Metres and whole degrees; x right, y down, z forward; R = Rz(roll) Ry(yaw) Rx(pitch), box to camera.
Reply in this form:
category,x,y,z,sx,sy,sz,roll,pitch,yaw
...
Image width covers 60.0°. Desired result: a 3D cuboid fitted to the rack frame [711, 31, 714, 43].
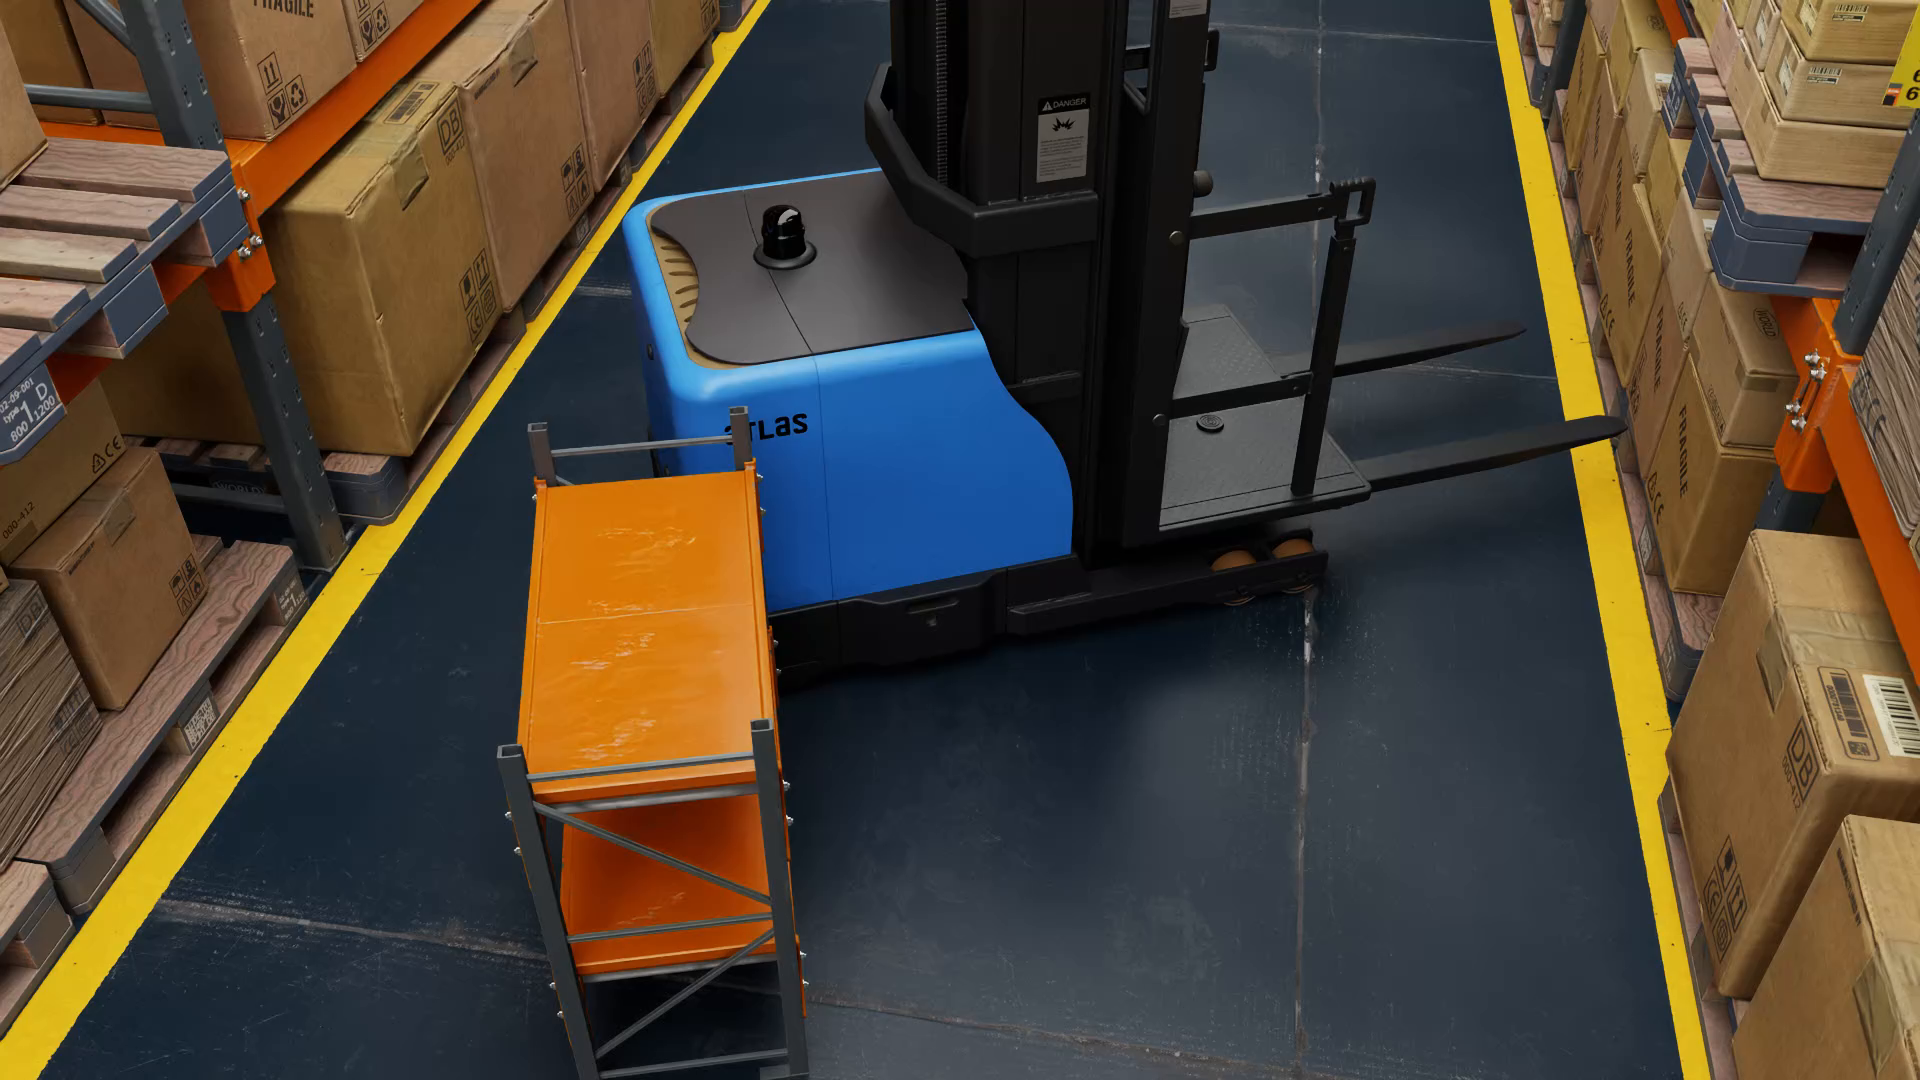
category,x,y,z,sx,sy,sz,roll,pitch,yaw
rack frame,-1.722,-3.653,7.314,1.000,3.000,0.127,6,40,8

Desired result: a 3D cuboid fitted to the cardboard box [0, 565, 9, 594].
category,x,y,z,sx,sy,sz,roll,pitch,yaw
cardboard box,-2.583,0.120,3.778,0.500,0.250,0.500,11,41,13

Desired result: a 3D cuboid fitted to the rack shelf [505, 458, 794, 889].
category,x,y,z,sx,sy,sz,roll,pitch,yaw
rack shelf,-0.666,0.249,3.606,0.538,0.278,1.000,-5,40,-6

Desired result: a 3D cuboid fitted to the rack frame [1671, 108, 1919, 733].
category,x,y,z,sx,sy,sz,roll,pitch,yaw
rack frame,2.453,-0.532,3.539,1.000,3.000,0.127,6,40,8

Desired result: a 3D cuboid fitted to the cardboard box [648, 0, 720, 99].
category,x,y,z,sx,sy,sz,roll,pitch,yaw
cardboard box,-1.813,-2.592,7.369,1.225,0.875,0.875,7,40,8

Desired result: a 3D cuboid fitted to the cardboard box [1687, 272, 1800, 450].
category,x,y,z,sx,sy,sz,roll,pitch,yaw
cardboard box,2.313,-0.478,4.517,0.500,0.250,0.500,6,40,7

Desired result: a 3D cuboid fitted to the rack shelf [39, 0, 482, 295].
category,x,y,z,sx,sy,sz,roll,pitch,yaw
rack shelf,-2.068,-2.120,6.025,1.077,0.370,4.000,6,40,8

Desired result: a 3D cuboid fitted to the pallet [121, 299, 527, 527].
category,x,y,z,sx,sy,sz,roll,pitch,yaw
pallet,-2.204,-0.554,5.754,1.003,0.211,1.213,6,40,8

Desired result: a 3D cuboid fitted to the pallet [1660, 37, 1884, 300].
category,x,y,z,sx,sy,sz,roll,pitch,yaw
pallet,2.471,-0.917,4.156,1.213,0.211,1.003,6,40,8

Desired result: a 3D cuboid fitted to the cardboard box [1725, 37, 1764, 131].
category,x,y,z,sx,sy,sz,roll,pitch,yaw
cardboard box,2.130,-1.113,4.110,0.380,0.149,0.250,6,40,8

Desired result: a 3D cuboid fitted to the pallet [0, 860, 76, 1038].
category,x,y,z,sx,sy,sz,roll,pitch,yaw
pallet,-2.765,1.186,3.650,1.003,0.211,1.213,6,40,8

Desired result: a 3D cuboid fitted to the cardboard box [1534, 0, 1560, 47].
category,x,y,z,sx,sy,sz,roll,pitch,yaw
cardboard box,2.878,-2.389,7.693,0.380,0.149,0.250,7,40,8

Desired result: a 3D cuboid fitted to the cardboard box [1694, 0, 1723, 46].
category,x,y,z,sx,sy,sz,roll,pitch,yaw
cardboard box,2.221,-1.430,4.494,0.380,0.149,0.250,6,40,7

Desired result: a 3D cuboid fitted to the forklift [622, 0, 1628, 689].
category,x,y,z,sx,sy,sz,roll,pitch,yaw
forklift,0.602,-1.245,4.455,3.031,2.935,1.130,-11,41,-13

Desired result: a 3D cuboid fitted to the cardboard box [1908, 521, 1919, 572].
category,x,y,z,sx,sy,sz,roll,pitch,yaw
cardboard box,2.024,0.001,2.816,0.500,0.500,0.500,6,40,7

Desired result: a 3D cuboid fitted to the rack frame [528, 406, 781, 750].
category,x,y,z,sx,sy,sz,roll,pitch,yaw
rack frame,-0.739,0.154,4.180,0.500,1.125,0.032,-5,40,-6

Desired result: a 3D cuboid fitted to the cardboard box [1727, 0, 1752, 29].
category,x,y,z,sx,sy,sz,roll,pitch,yaw
cardboard box,2.178,-1.405,4.229,0.380,0.149,0.250,7,40,9

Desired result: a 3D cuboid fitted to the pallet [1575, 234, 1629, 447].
category,x,y,z,sx,sy,sz,roll,pitch,yaw
pallet,2.803,-0.711,5.944,1.003,0.211,1.213,6,40,8

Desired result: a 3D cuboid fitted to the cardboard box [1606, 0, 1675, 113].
category,x,y,z,sx,sy,sz,roll,pitch,yaw
cardboard box,2.667,-1.761,6.069,0.500,0.250,0.500,7,40,9

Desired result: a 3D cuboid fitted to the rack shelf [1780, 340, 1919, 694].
category,x,y,z,sx,sy,sz,roll,pitch,yaw
rack shelf,2.107,1.001,2.250,1.077,0.370,4.000,6,40,8

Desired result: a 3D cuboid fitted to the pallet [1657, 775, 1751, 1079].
category,x,y,z,sx,sy,sz,roll,pitch,yaw
pallet,2.242,1.029,3.839,1.003,0.211,1.213,6,40,8

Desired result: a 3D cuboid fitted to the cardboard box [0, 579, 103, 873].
category,x,y,z,sx,sy,sz,roll,pitch,yaw
cardboard box,-2.594,0.424,4.000,0.700,0.500,0.500,3,40,4

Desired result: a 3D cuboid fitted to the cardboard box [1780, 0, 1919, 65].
category,x,y,z,sx,sy,sz,roll,pitch,yaw
cardboard box,2.086,-1.184,3.729,0.380,0.149,0.250,5,40,6

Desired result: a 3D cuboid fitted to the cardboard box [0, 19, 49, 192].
category,x,y,z,sx,sy,sz,roll,pitch,yaw
cardboard box,-2.469,-0.999,3.697,0.500,0.500,0.500,2,40,2

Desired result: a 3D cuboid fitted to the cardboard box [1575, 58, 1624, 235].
category,x,y,z,sx,sy,sz,roll,pitch,yaw
cardboard box,2.666,-1.474,6.311,0.500,0.500,0.500,8,40,10

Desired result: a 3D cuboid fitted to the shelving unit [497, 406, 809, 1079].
category,x,y,z,sx,sy,sz,roll,pitch,yaw
shelving unit,-0.666,0.475,3.793,0.538,1.125,1.048,-5,40,-6

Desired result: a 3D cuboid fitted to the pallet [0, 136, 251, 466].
category,x,y,z,sx,sy,sz,roll,pitch,yaw
pallet,-2.433,-0.609,3.783,1.213,0.211,1.003,6,40,8

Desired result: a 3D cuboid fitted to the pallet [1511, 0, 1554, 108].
category,x,y,z,sx,sy,sz,roll,pitch,yaw
pallet,3.227,-2.393,7.979,1.003,0.211,1.213,6,40,8

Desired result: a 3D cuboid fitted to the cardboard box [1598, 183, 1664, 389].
category,x,y,z,sx,sy,sz,roll,pitch,yaw
cardboard box,2.478,-0.831,5.534,0.500,0.500,0.500,5,40,6

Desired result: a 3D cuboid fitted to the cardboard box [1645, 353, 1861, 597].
category,x,y,z,sx,sy,sz,roll,pitch,yaw
cardboard box,2.309,-0.172,4.736,0.500,0.500,0.500,6,40,7

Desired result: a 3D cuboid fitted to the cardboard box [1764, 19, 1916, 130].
category,x,y,z,sx,sy,sz,roll,pitch,yaw
cardboard box,2.090,-1.072,3.826,0.380,0.149,0.250,7,40,9

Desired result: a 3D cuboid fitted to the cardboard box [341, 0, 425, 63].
category,x,y,z,sx,sy,sz,roll,pitch,yaw
cardboard box,-1.976,-1.780,4.970,0.500,0.500,0.500,5,40,6

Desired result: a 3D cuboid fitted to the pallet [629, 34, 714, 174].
category,x,y,z,sx,sy,sz,roll,pitch,yaw
pallet,-1.782,-2.085,7.607,1.003,0.211,1.213,6,40,8

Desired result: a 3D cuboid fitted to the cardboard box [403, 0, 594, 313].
category,x,y,z,sx,sy,sz,roll,pitch,yaw
cardboard box,-2.113,-1.475,6.017,1.225,0.875,0.875,7,40,8

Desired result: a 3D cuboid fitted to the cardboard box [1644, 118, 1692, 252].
category,x,y,z,sx,sy,sz,roll,pitch,yaw
cardboard box,2.493,-1.113,5.286,0.500,0.250,0.500,7,40,9

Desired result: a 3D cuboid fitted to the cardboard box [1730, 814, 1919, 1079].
category,x,y,z,sx,sy,sz,roll,pitch,yaw
cardboard box,2.111,1.095,3.008,1.050,0.750,0.750,7,40,8
